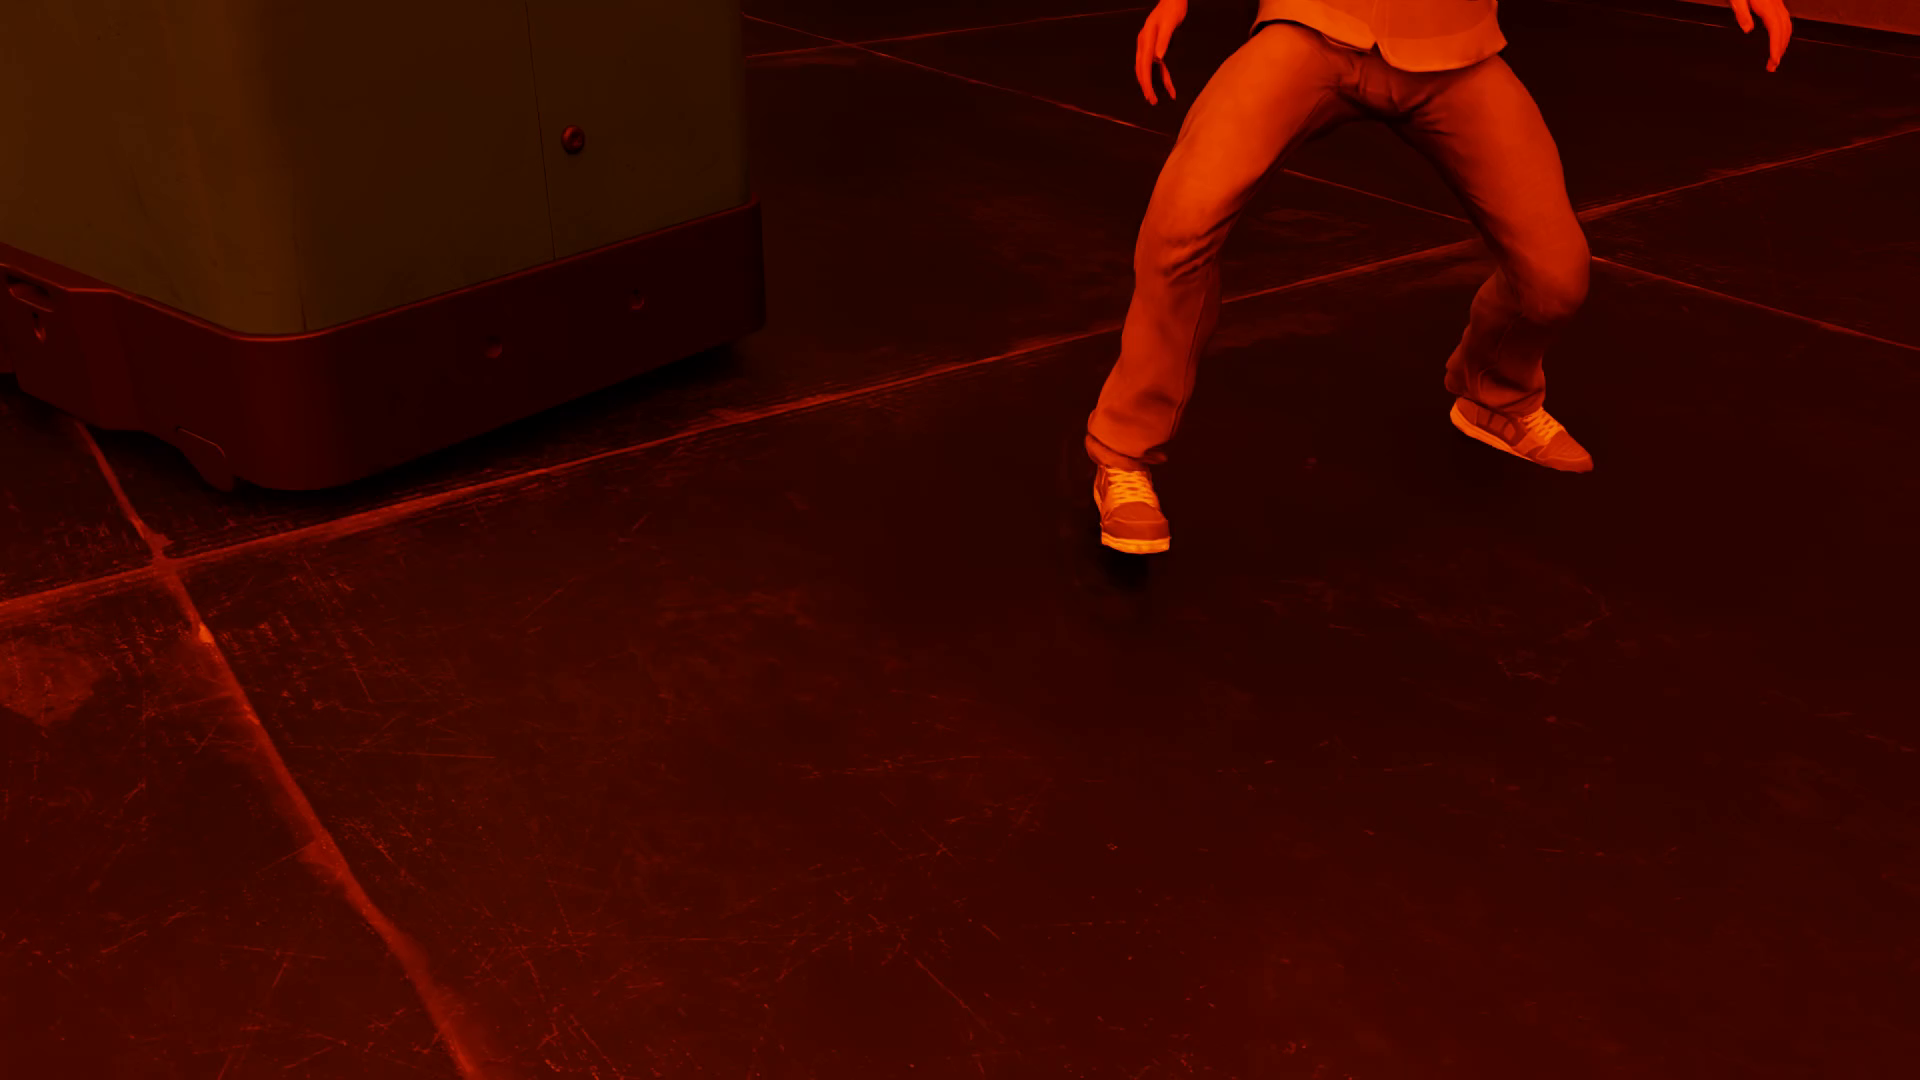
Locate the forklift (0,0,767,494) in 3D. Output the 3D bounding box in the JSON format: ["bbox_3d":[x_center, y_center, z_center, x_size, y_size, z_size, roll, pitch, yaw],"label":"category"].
[{"bbox_3d":[-1.839,-1.904,3.026,3.031,2.935,1.130,20,33,34],"label":"forklift"}]

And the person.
[{"bbox_3d":[0.635,-0.685,2.302,0.849,1.460,0.730,5,27,9],"label":"person"}]
